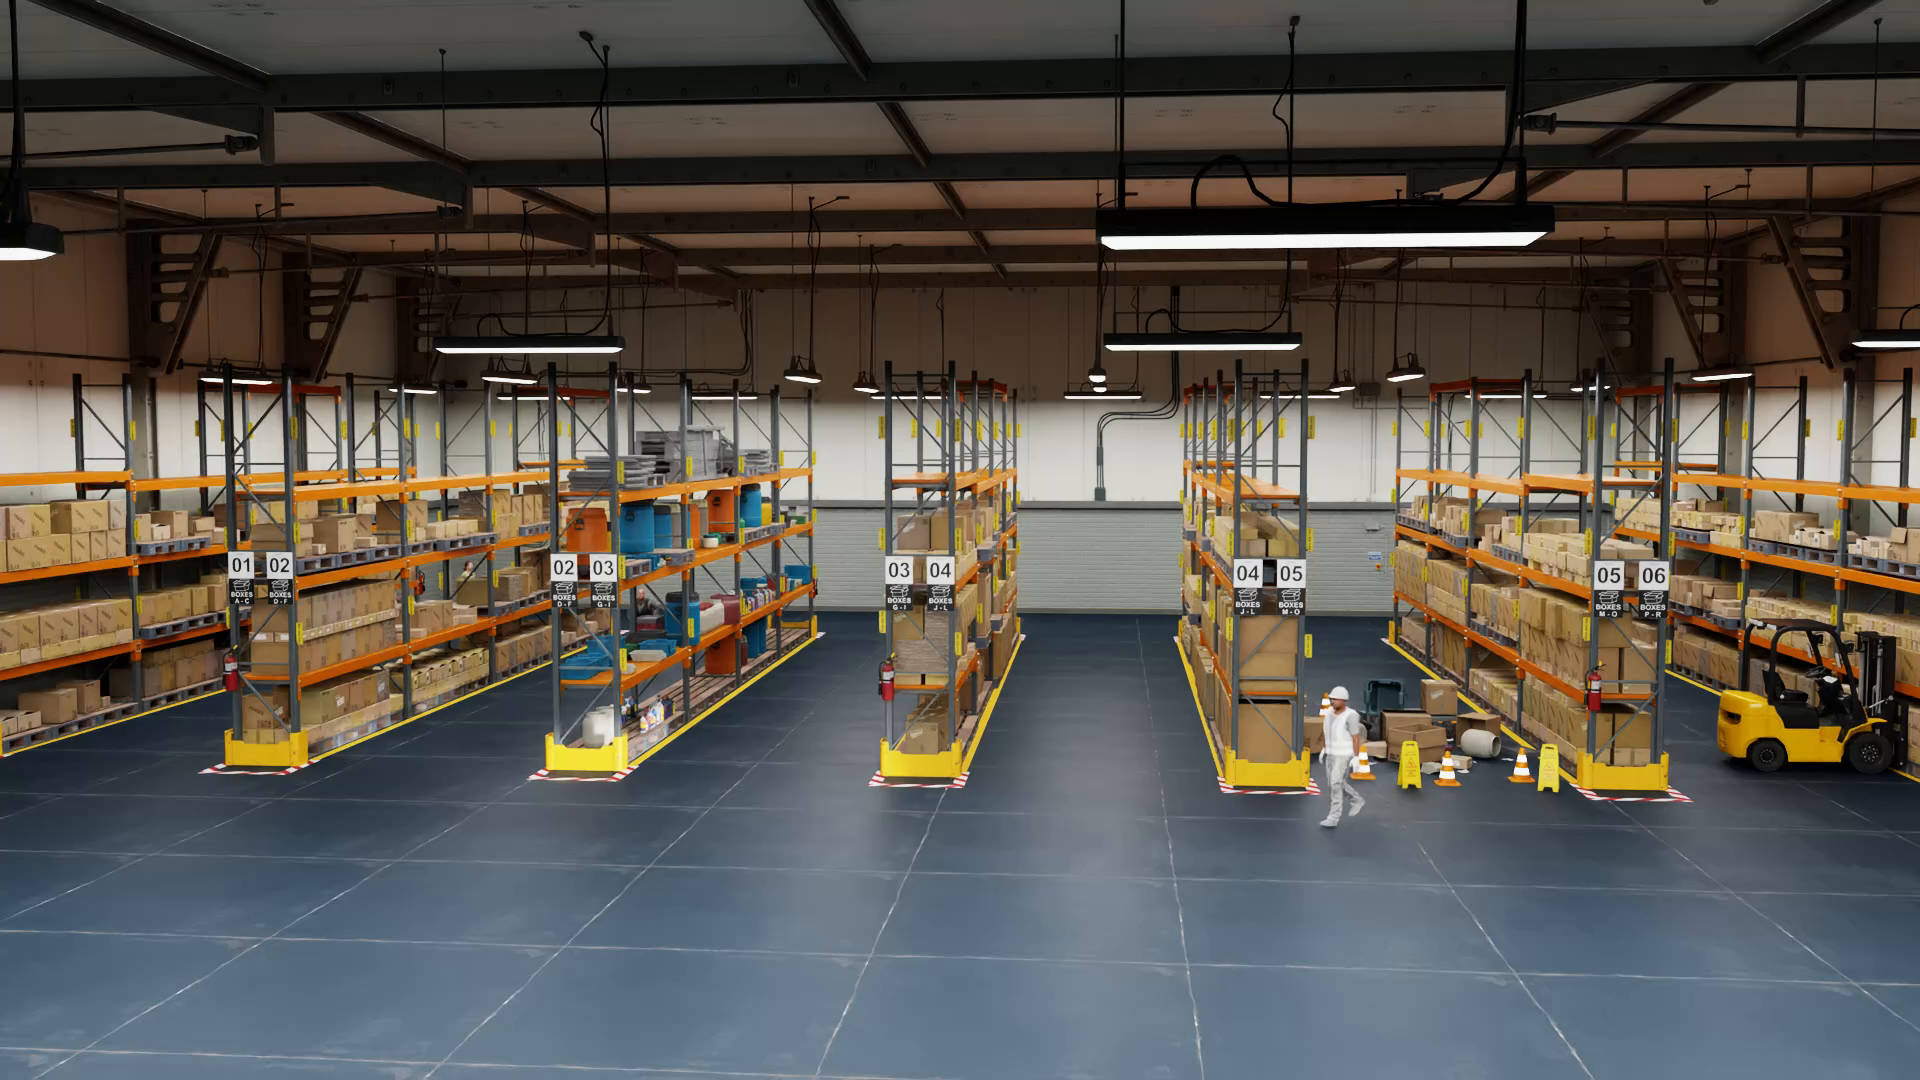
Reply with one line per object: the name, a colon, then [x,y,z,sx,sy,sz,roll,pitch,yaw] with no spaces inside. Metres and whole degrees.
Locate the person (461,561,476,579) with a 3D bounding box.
person: [-12.707,1.349,43.130,1.051,1.620,0.439,1,4,15]

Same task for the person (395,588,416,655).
person: [-11.867,1.835,35.446,0.617,1.683,0.735,1,4,13]

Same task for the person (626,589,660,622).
person: [-6.785,1.845,35.628,0.630,1.632,0.715,1,4,14]

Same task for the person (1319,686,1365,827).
person: [4.873,2.732,21.159,0.840,1.769,0.650,-2,4,-25]
